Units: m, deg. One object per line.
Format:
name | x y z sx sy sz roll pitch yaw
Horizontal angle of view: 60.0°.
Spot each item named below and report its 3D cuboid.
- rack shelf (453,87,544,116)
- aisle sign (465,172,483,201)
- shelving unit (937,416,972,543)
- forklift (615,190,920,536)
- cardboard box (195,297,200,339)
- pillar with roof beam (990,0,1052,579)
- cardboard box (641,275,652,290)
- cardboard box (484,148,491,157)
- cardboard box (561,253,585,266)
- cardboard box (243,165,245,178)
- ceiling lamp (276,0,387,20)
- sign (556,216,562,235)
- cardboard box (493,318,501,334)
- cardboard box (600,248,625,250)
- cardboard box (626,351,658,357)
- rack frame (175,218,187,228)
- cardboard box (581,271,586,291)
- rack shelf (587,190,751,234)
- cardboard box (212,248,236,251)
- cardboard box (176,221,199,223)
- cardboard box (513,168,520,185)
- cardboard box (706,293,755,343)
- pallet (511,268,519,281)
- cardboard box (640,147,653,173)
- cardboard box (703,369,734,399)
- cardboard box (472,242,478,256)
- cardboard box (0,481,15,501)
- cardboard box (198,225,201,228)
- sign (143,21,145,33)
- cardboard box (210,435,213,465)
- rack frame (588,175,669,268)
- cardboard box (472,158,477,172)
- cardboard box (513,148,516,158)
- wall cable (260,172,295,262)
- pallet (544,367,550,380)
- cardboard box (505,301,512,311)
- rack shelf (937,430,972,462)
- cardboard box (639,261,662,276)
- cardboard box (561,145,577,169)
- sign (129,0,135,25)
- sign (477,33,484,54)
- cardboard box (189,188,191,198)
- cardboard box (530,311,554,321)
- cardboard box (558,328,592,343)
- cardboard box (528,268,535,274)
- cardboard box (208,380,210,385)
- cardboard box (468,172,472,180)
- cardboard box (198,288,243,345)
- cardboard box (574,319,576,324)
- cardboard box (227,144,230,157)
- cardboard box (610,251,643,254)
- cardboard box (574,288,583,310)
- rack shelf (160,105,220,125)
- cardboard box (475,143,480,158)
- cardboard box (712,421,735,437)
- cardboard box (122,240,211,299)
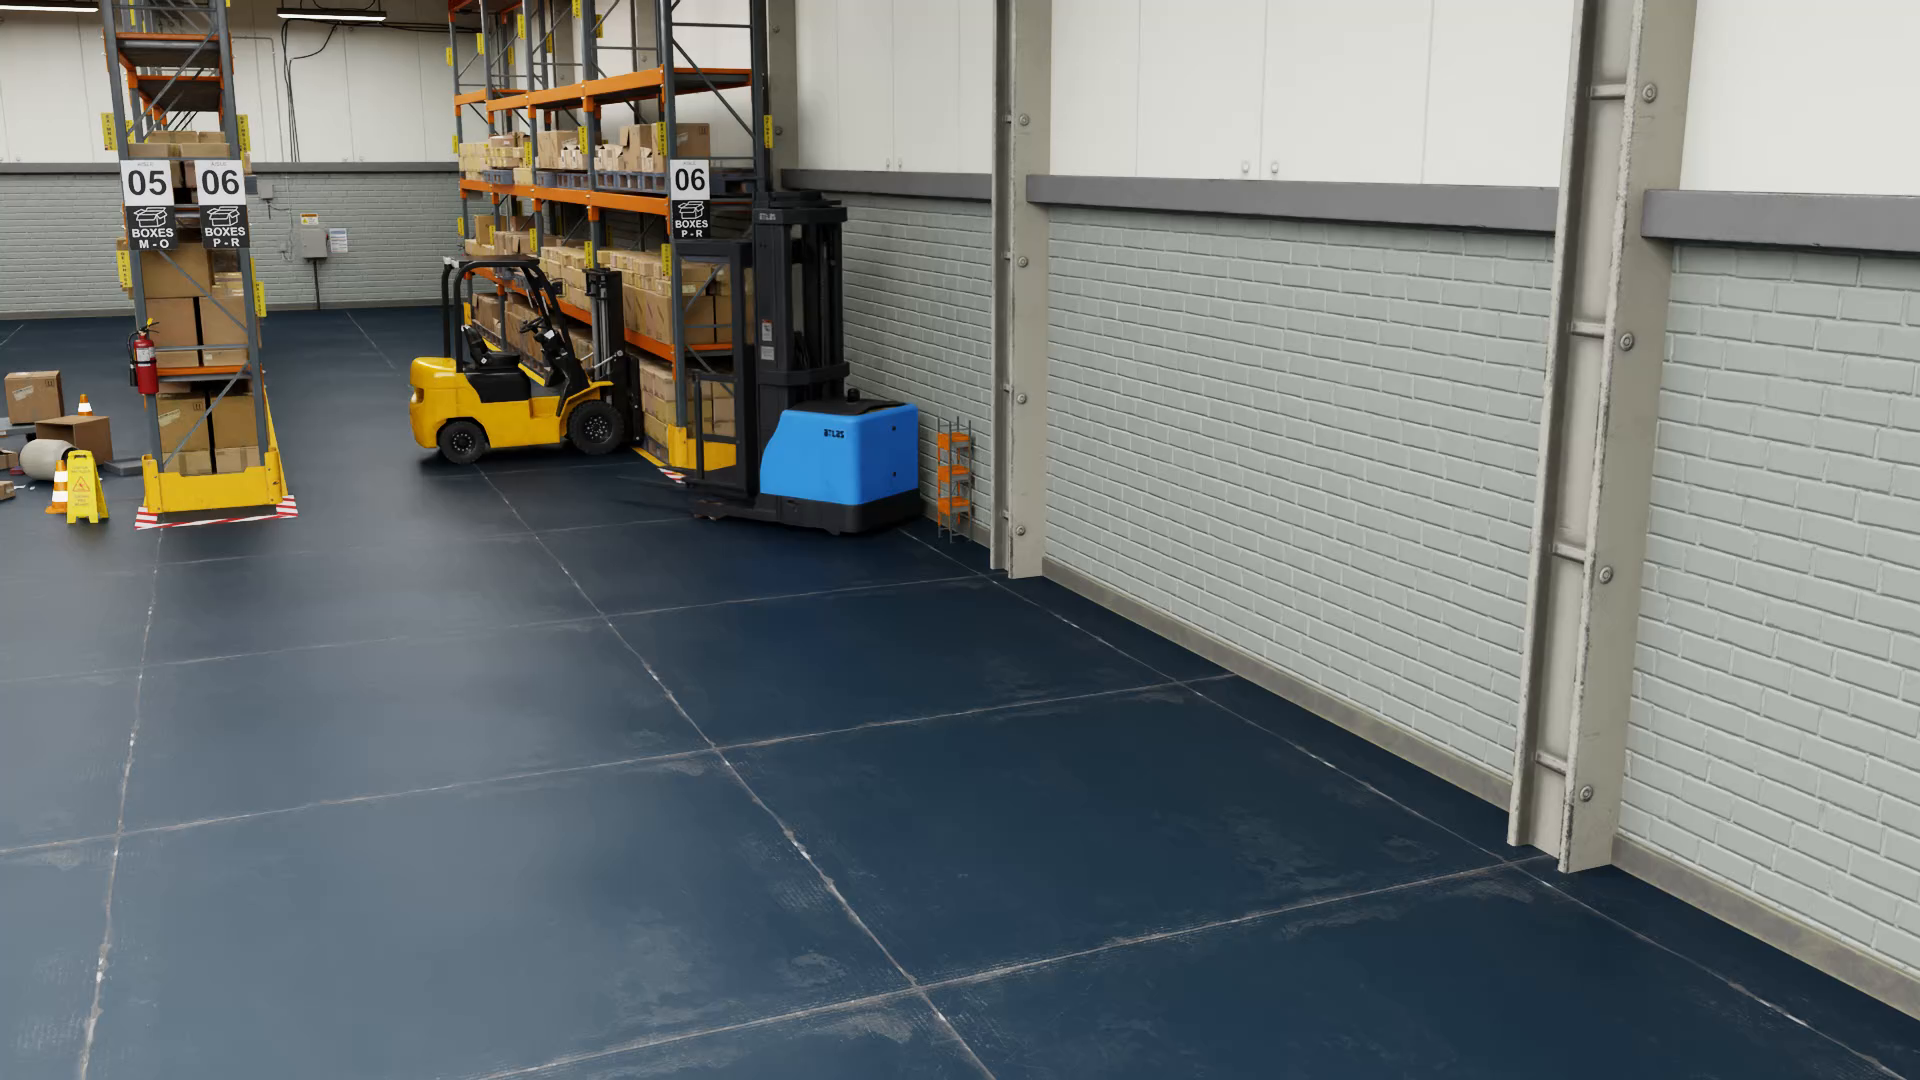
rack shelf | -8.097 -7.689 29.237 1.077 0.370 4.000 -6 14 -23
aisle sign | -9.195 -6.786 31.271 0.394 0.787 0.004 -6 14 -23
shelving unit | -0.047 -0.519 14.279 0.215 1.050 0.252 -6 14 -24
forklift | -1.875 -1.696 15.199 3.031 2.935 1.130 8 15 32
cardboard box | -7.899 -2.265 16.623 0.500 0.500 0.500 -6 14 -23
pillar with roof beam | -3.483 -3.745 10.596 9.100 9.000 0.400 -6 14 -23
cardboard box | -3.301 -2.849 18.368 0.380 0.149 0.250 -6 14 -25
cardboard box | -7.578 -6.341 27.207 0.380 0.149 0.250 -5 14 -21
cardboard box | -5.148 -3.777 22.375 0.380 0.149 0.250 -6 14 -24
cardboard box | -7.186 -3.543 16.046 0.500 0.250 0.500 -6 14 -24
ceiling lamp | -12.105 -11.642 31.767 2.000 3.185 0.800 -6 14 -23
sign | -6.789 -5.320 28.136 0.100 0.325 0.005 -6 14 -23
cardboard box | -7.931 -3.740 29.009 0.396 0.266 0.258 -5 14 -21
cardboard box | -4.961 -4.047 23.544 0.380 0.149 0.250 -6 14 -24
cardboard box | -3.780 -2.068 19.601 0.500 0.250 0.500 -5 14 -21
rack frame | -10.240 -3.430 22.536 1.000 3.000 0.127 -6 14 -23
cardboard box | -4.522 -3.301 21.205 0.500 0.250 0.500 -6 14 -24
rack shelf | -3.290 -3.750 18.863 1.077 0.370 4.000 -6 14 -23
cardboard box | -8.502 -3.447 19.358 0.380 0.149 0.250 -6 14 -23
cardboard box | -11.289 -4.362 24.127 0.500 0.500 0.500 -6 14 -24
cardboard box | -6.524 -5.558 25.413 0.500 0.250 0.500 -6 14 -23
cardboard box | -2.433 -2.402 17.874 0.500 0.500 0.500 -5 14 -21
pallet | -6.477 -4.187 26.232 1.003 0.211 1.213 -6 14 -23
cardboard box | -3.201 -4.071 17.801 0.396 0.266 0.258 -6 14 -23
cardboard box | -2.508 -1.694 17.988 0.500 0.250 0.500 -6 14 -24
cardboard box | -8.555 -5.277 30.190 0.500 0.250 0.500 -6 14 -24
cardboard box | -9.411 -0.476 16.097 0.380 0.149 0.250 1 13 6
cardboard box | -10.214 -4.089 22.948 0.500 0.500 0.500 -6 14 -25
sign | -12.361 -7.666 25.112 0.100 0.325 0.005 -6 14 -23
cardboard box | -7.806 -0.892 16.739 0.500 0.250 0.500 -6 14 -23
rack frame | -4.091 -3.052 20.906 1.000 3.000 0.127 -6 14 -23
cardboard box | -8.326 -6.634 29.400 0.500 0.250 0.500 -6 14 -24
cardboard box | -6.622 -5.919 25.426 0.380 0.149 0.250 -6 14 -23
wall cable | -14.430 -6.871 35.151 0.588 1.984 0.122 -6 14 -23
pallet | -5.400 -2.347 24.041 1.003 0.211 1.213 -6 14 -23
cardboard box | -7.396 -3.910 27.784 0.380 0.149 0.250 -5 14 -20
rack shelf | -0.049 -0.785 14.217 0.215 0.259 0.240 -6 14 -24
cardboard box | -3.320 -2.992 18.326 0.380 0.149 0.250 -5 14 -22
cardboard box | -4.912 -5.010 21.755 0.500 0.311 0.500 -6 14 -25
sign | -10.747 -6.834 21.516 0.100 0.325 0.005 -6 14 -23
sign | -7.800 -8.076 27.061 0.100 0.325 0.005 -6 14 -23
cardboard box | -7.700 -3.577 17.075 0.380 0.149 0.250 -6 14 -23
cardboard box | -6.491 -3.483 25.939 0.380 0.149 0.250 -6 14 -24
cardboard box | -5.187 -2.662 23.554 0.875 0.625 0.625 -5 14 -21
cardboard box | -6.308 -4.062 24.894 0.380 0.149 0.250 -5 14 -22
cardboard box | -7.744 -1.525 17.812 0.500 0.500 0.500 -5 14 -20
cardboard box | -8.650 -6.563 29.979 0.380 0.149 0.250 -6 14 -23
cardboard box | -7.182 -2.200 16.342 0.500 0.500 0.500 -5 14 -21
cardboard box | -5.699 -3.375 25.472 0.380 0.149 0.250 -5 14 -21
cardboard box | -7.150 -3.704 15.858 0.380 0.149 0.250 -6 14 -23
cardboard box | -4.032 -3.425 20.196 0.380 0.149 0.250 -5 14 -22
cardboard box | -4.739 -3.163 21.717 0.500 0.250 0.500 -6 14 -23
rack shelf | -12.644 -7.047 27.342 1.077 0.370 4.000 -6 14 -23
cardboard box | -8.125 -6.774 28.898 0.500 0.250 0.500 -5 14 -22
cardboard box | -2.506 -1.210 18.112 0.500 0.250 0.500 -6 14 -23
cardboard box | -7.440 -2.543 15.608 0.700 0.500 0.500 -6 14 -24
